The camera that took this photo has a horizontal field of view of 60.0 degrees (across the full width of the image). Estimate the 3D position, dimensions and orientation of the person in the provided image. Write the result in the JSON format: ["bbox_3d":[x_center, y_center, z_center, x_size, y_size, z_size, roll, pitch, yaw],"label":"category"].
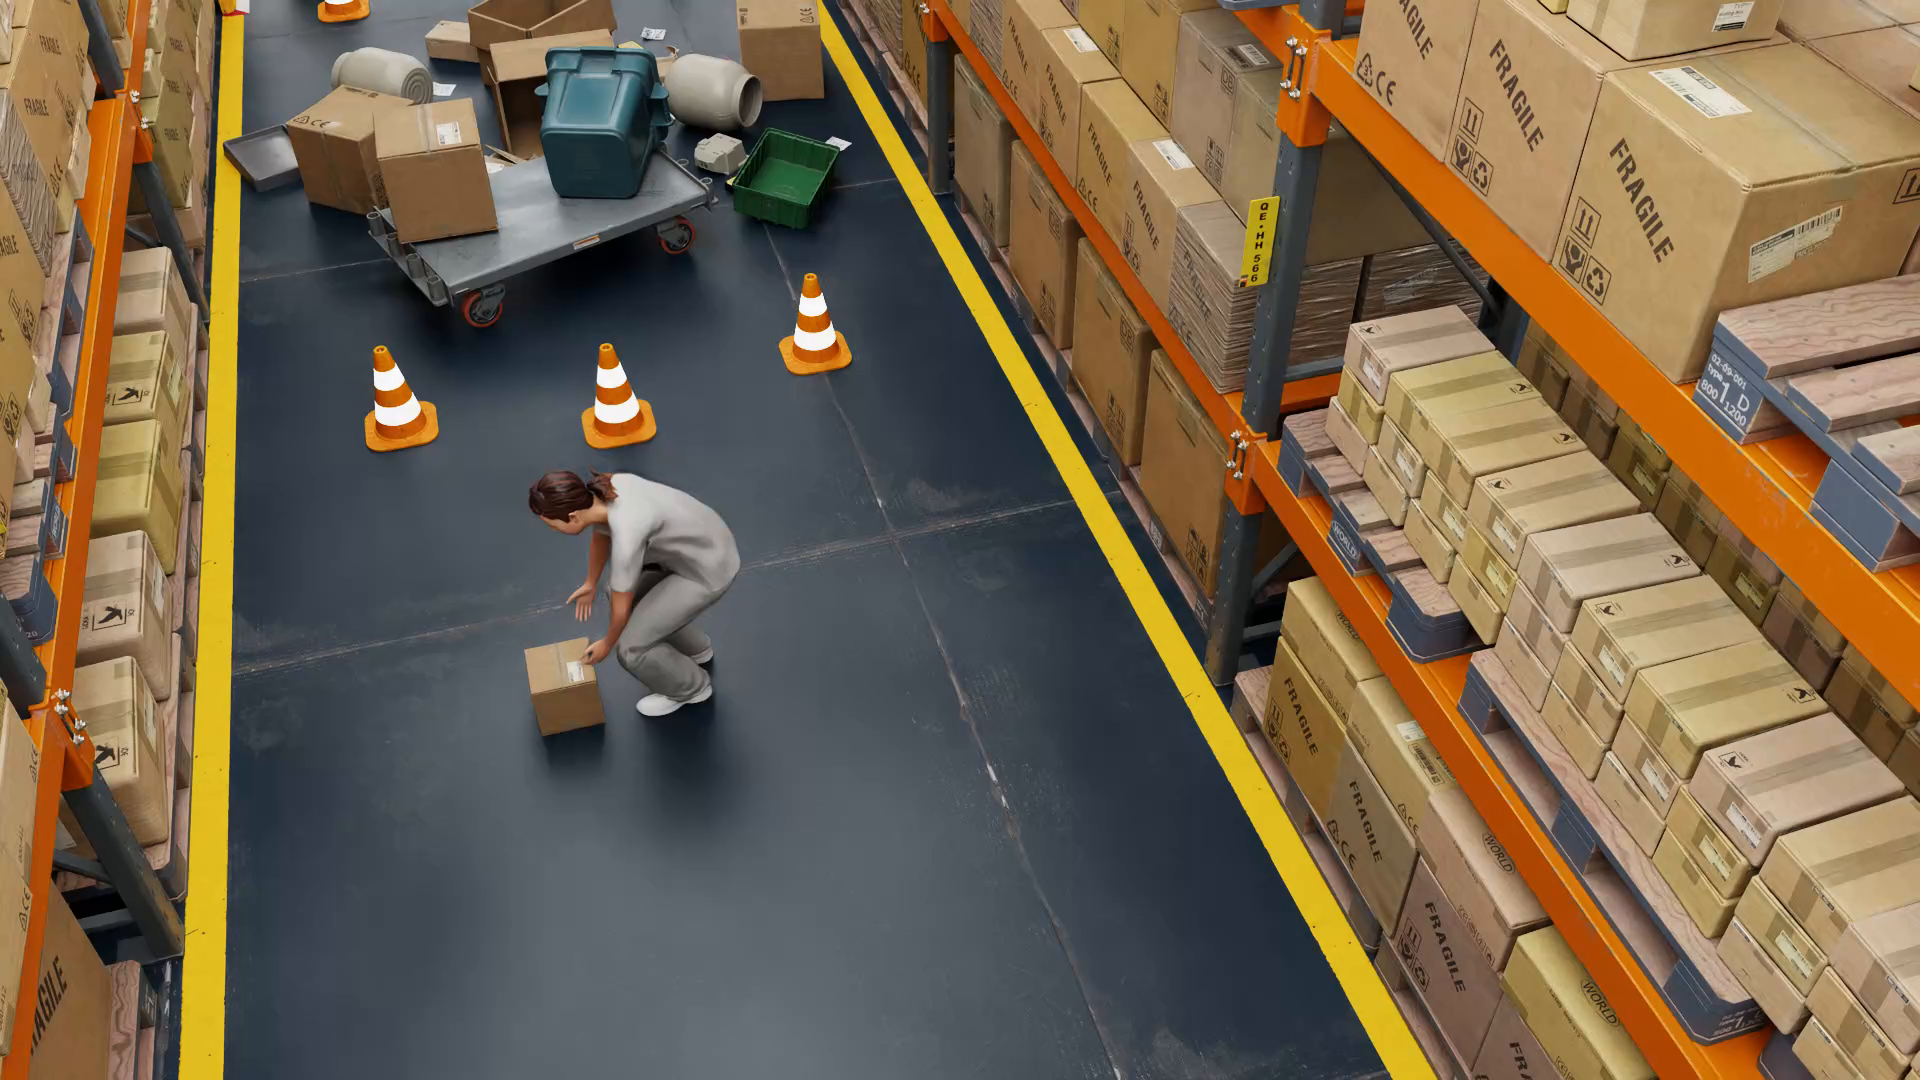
[{"bbox_3d":[-1.190,0.163,6.326,0.720,1.216,0.495,-12,44,-13],"label":"person"}]
